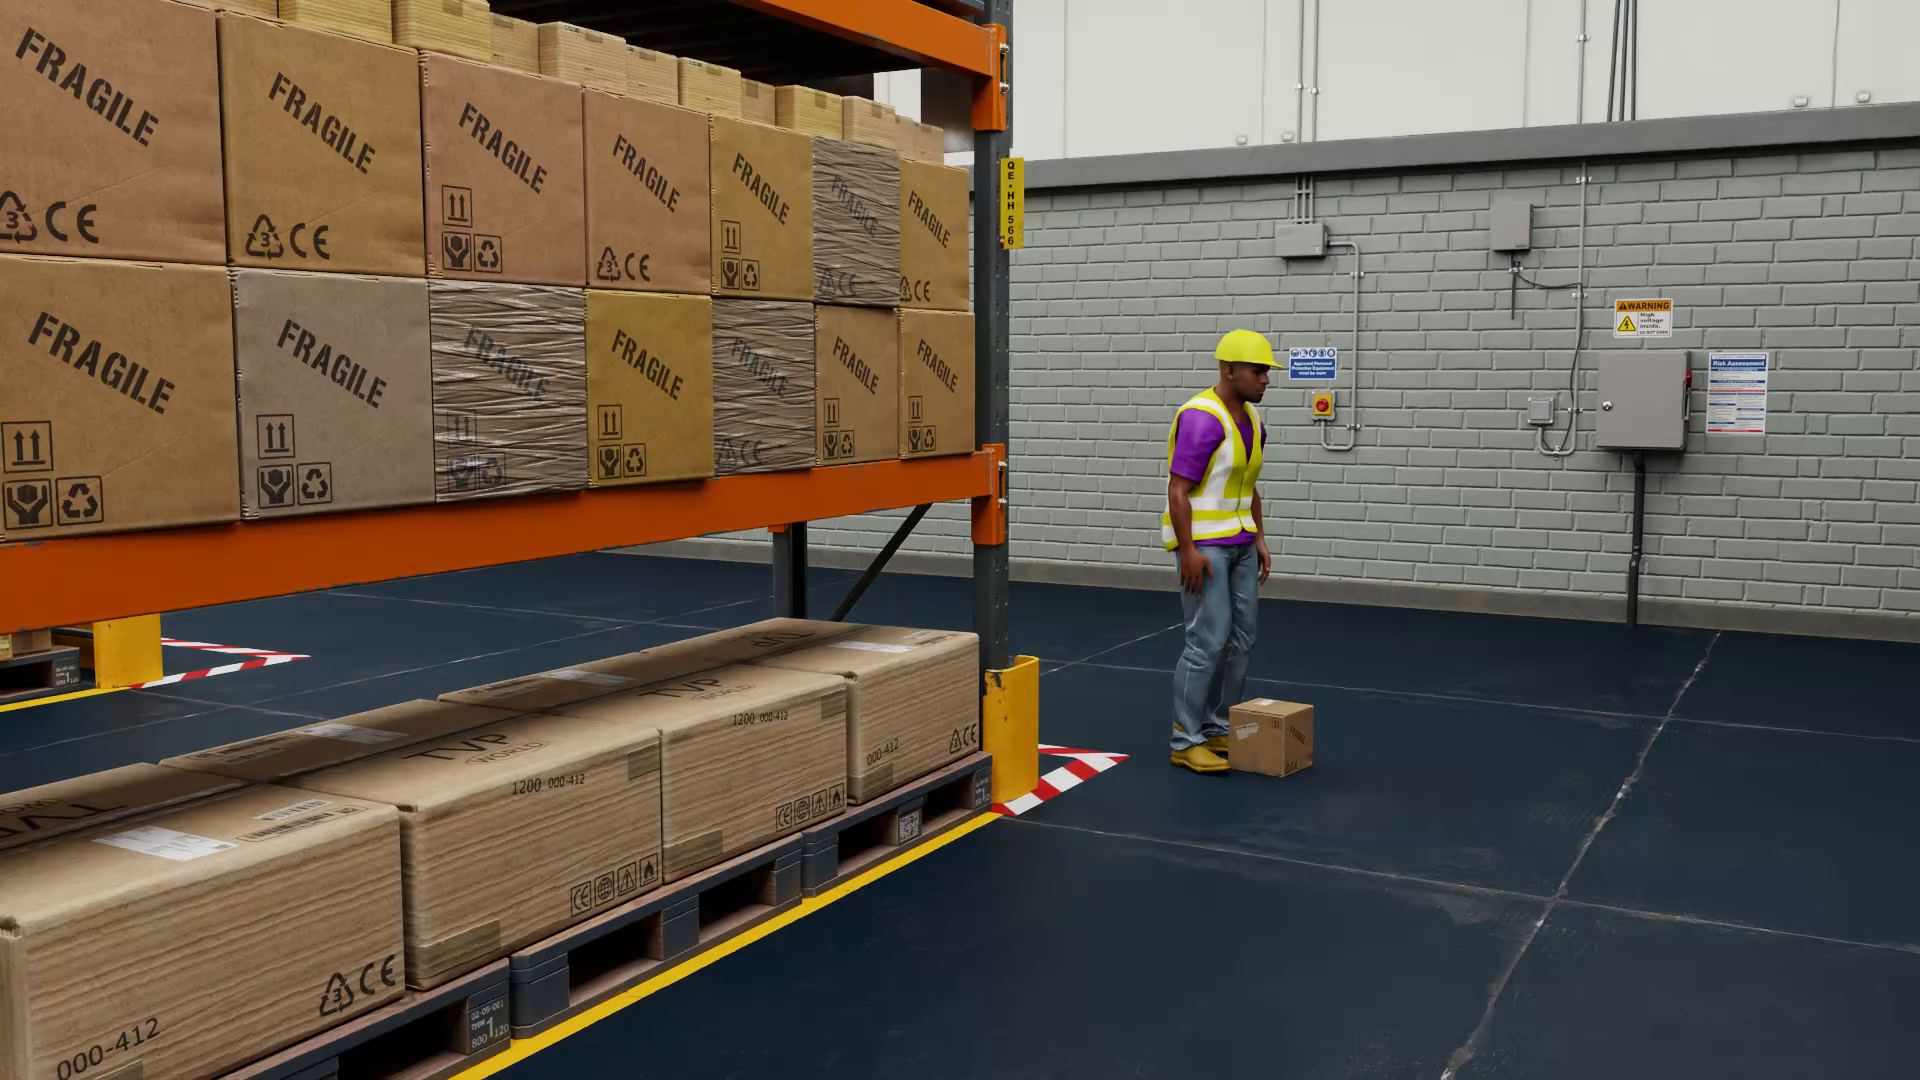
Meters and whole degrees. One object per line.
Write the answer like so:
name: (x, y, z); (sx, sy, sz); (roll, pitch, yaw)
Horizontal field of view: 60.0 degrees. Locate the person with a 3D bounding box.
person: (1.063, 0.030, 6.762); (0.459, 1.760, 0.625); (5, 8, 39)
